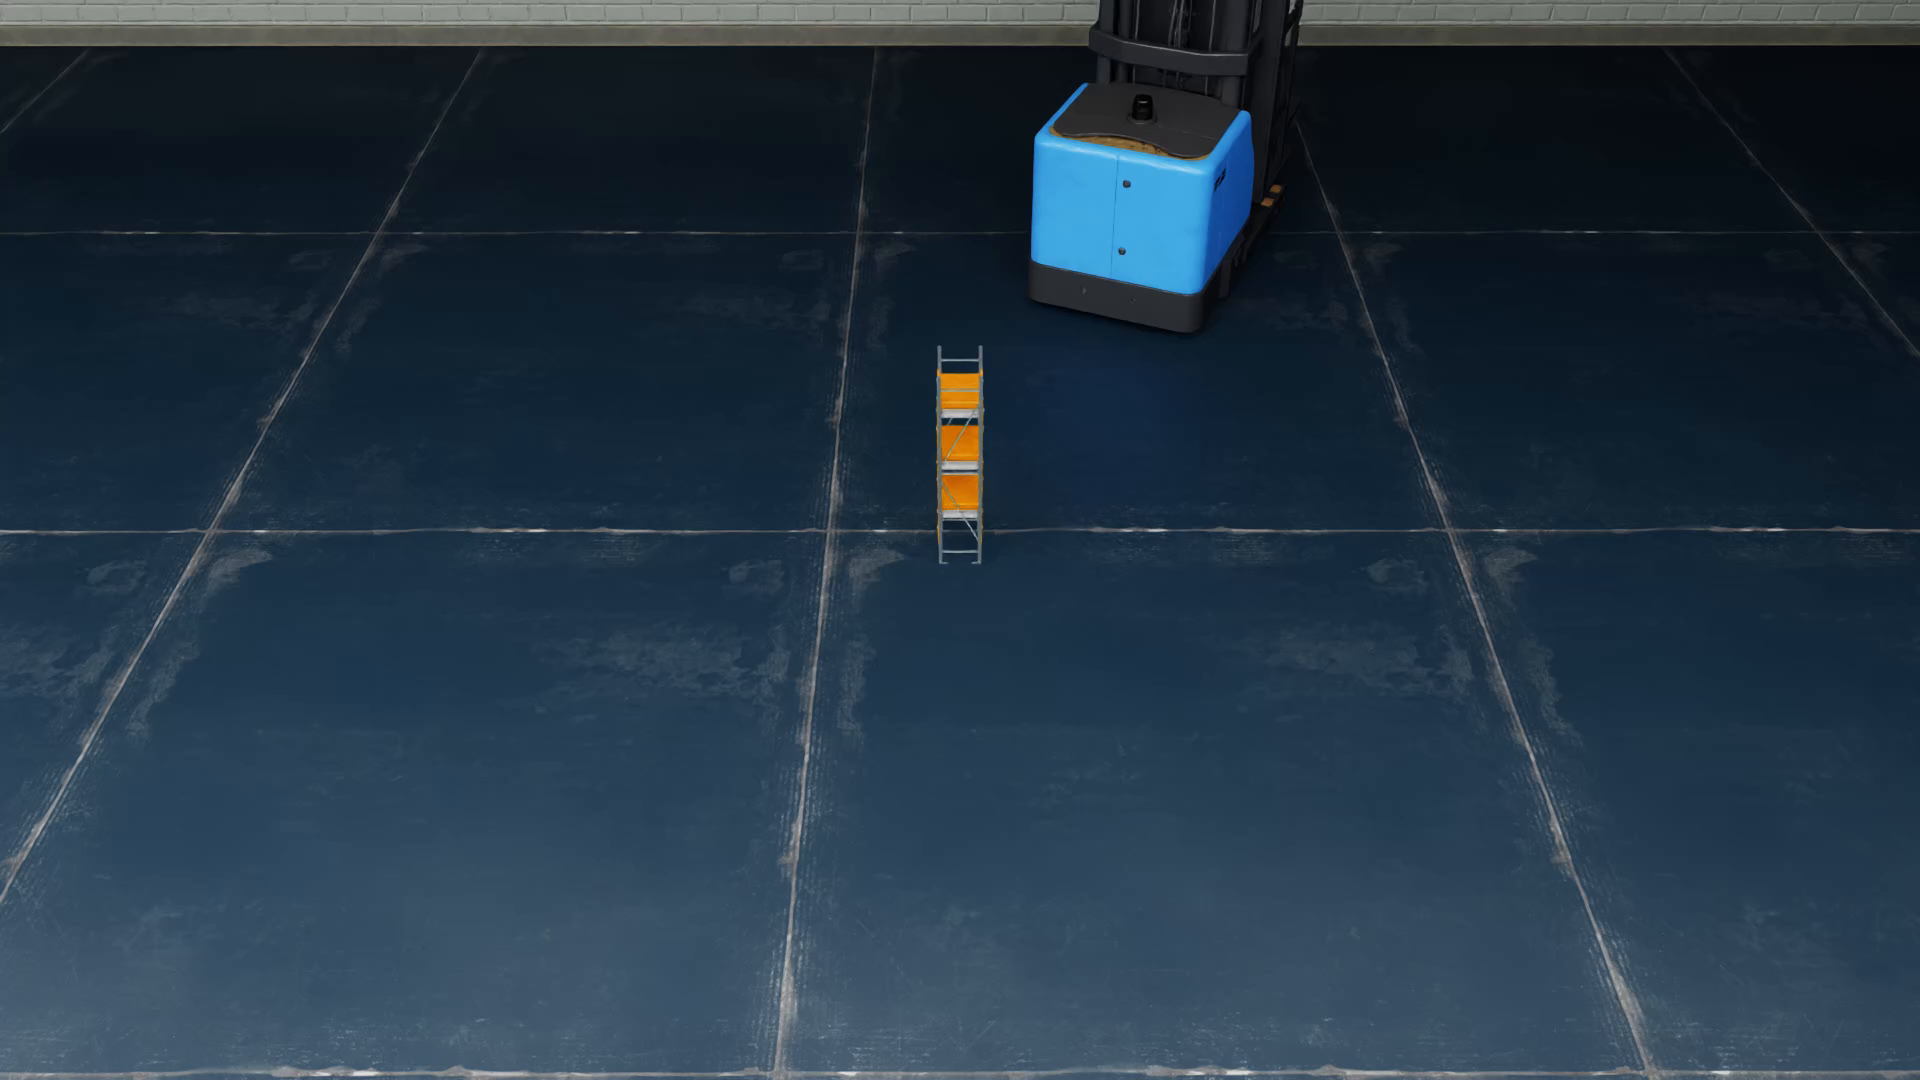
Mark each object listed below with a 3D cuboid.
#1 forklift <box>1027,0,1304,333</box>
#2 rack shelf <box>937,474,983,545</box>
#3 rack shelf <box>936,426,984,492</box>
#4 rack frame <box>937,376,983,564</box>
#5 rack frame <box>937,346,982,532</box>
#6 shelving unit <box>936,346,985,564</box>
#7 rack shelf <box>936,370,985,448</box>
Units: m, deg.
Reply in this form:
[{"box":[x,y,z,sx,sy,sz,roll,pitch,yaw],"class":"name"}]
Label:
[{"box":[1.439,-3.228,9.680,1.130,2.935,3.031,15,41,18],"class":"forklift"},{"box":[0.000,-0.151,7.806,0.215,0.259,0.240,0,39,0],"class":"rack shelf"},{"box":[0.000,-0.368,7.632,0.215,0.259,0.240,0,39,0],"class":"rack shelf"},{"box":[0.000,-0.300,7.530,0.200,1.050,0.008,0,39,0],"class":"rack frame"},{"box":[0.000,-0.453,7.721,0.200,1.050,0.008,0,39,0],"class":"rack frame"},{"box":[0.000,-0.376,7.625,0.215,1.050,0.252,0,39,0],"class":"shelving unit"},{"box":[0.000,-0.589,7.455,0.215,0.259,0.240,0,39,0],"class":"rack shelf"}]
